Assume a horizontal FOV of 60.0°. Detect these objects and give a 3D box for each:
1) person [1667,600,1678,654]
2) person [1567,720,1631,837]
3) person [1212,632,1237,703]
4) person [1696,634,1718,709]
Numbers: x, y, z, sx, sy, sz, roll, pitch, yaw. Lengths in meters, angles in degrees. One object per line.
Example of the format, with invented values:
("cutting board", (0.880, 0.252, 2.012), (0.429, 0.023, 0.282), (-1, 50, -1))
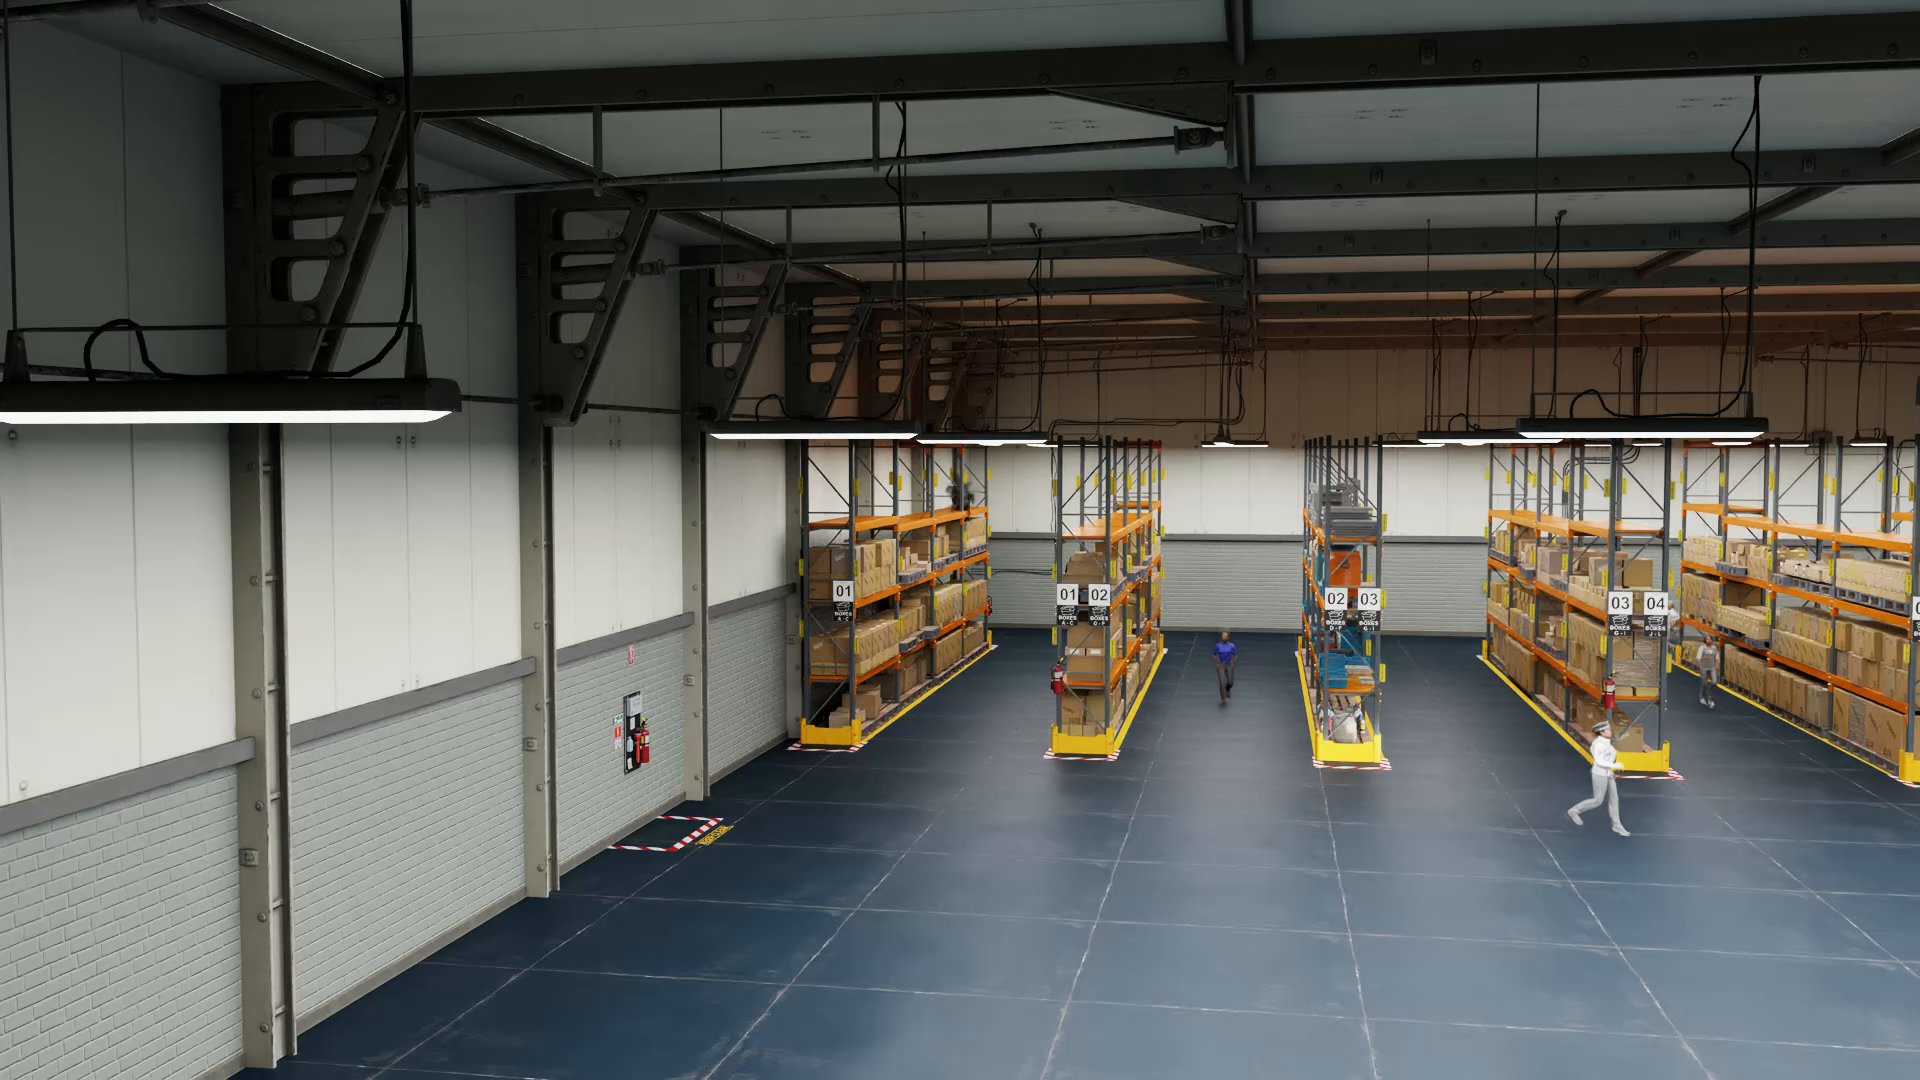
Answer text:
("person", (19.513, 2.456, 45.653), (0.558, 1.617, 0.678), (0, 3, -6))
("person", (9.557, 3.533, 24.819), (0.904, 1.716, 0.632), (2, 4, 33))
("person", (5.992, 2.881, 37.667), (0.573, 1.603, 0.584), (0, 3, 3))
("person", (16.642, 2.923, 36.993), (0.516, 1.621, 0.677), (1, 3, 10))
